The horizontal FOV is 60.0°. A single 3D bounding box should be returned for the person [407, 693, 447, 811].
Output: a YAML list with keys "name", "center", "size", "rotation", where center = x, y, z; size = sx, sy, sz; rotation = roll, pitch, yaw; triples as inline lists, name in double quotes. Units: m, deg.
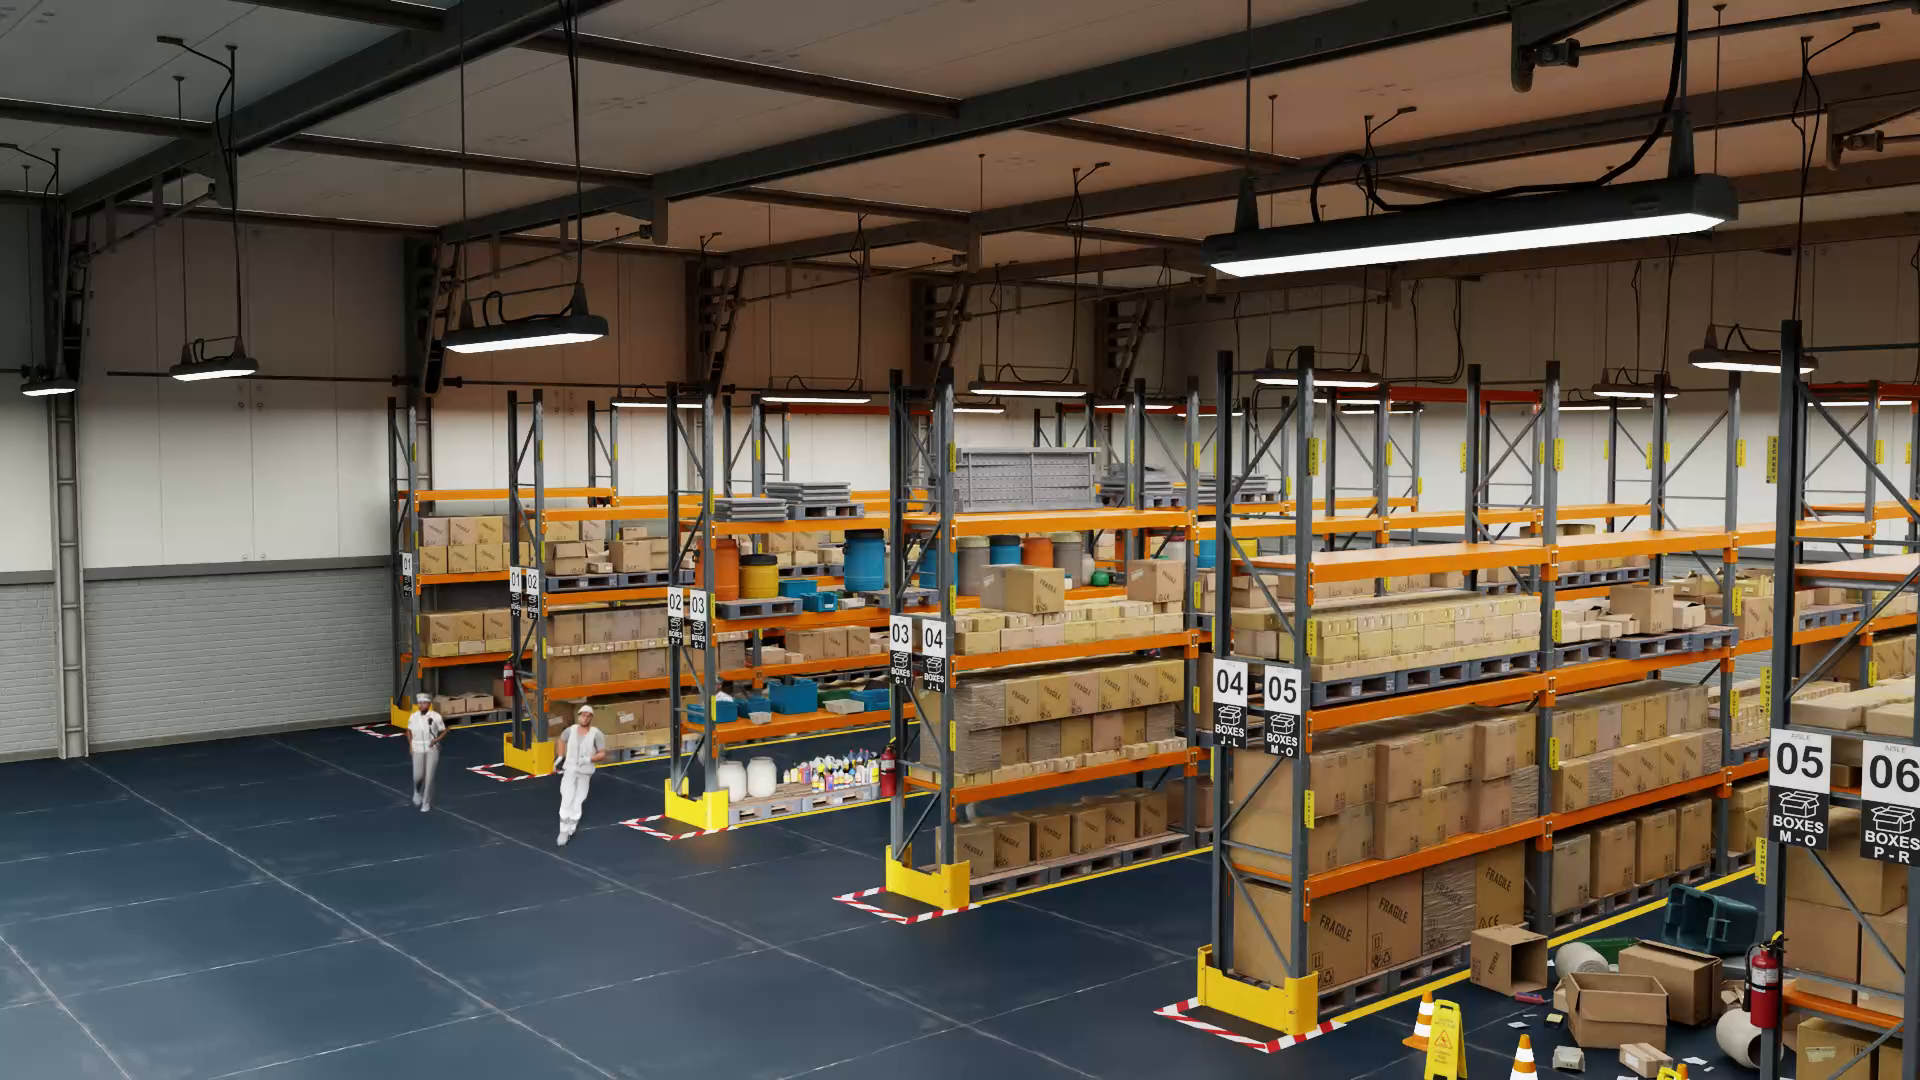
- name: "person"
  center: [-7.504, 2.973, 23.344]
  size: [0.564, 1.669, 0.565]
  rotation: [-1, 3, -9]

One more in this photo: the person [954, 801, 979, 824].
- name: "person"
  center: [0.028, 3.086, 21.038]
  size: [0.529, 1.669, 0.611]
  rotation: [3, 4, 39]

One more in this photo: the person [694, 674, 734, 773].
- name: "person"
  center: [-3.624, 2.854, 24.807]
  size: [0.664, 1.742, 0.602]
  rotation: [2, 4, 32]

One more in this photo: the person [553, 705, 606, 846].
- name: "person"
  center: [-4.925, 3.015, 21.516]
  size: [0.687, 1.747, 0.693]
  rotation: [0, 3, -8]
